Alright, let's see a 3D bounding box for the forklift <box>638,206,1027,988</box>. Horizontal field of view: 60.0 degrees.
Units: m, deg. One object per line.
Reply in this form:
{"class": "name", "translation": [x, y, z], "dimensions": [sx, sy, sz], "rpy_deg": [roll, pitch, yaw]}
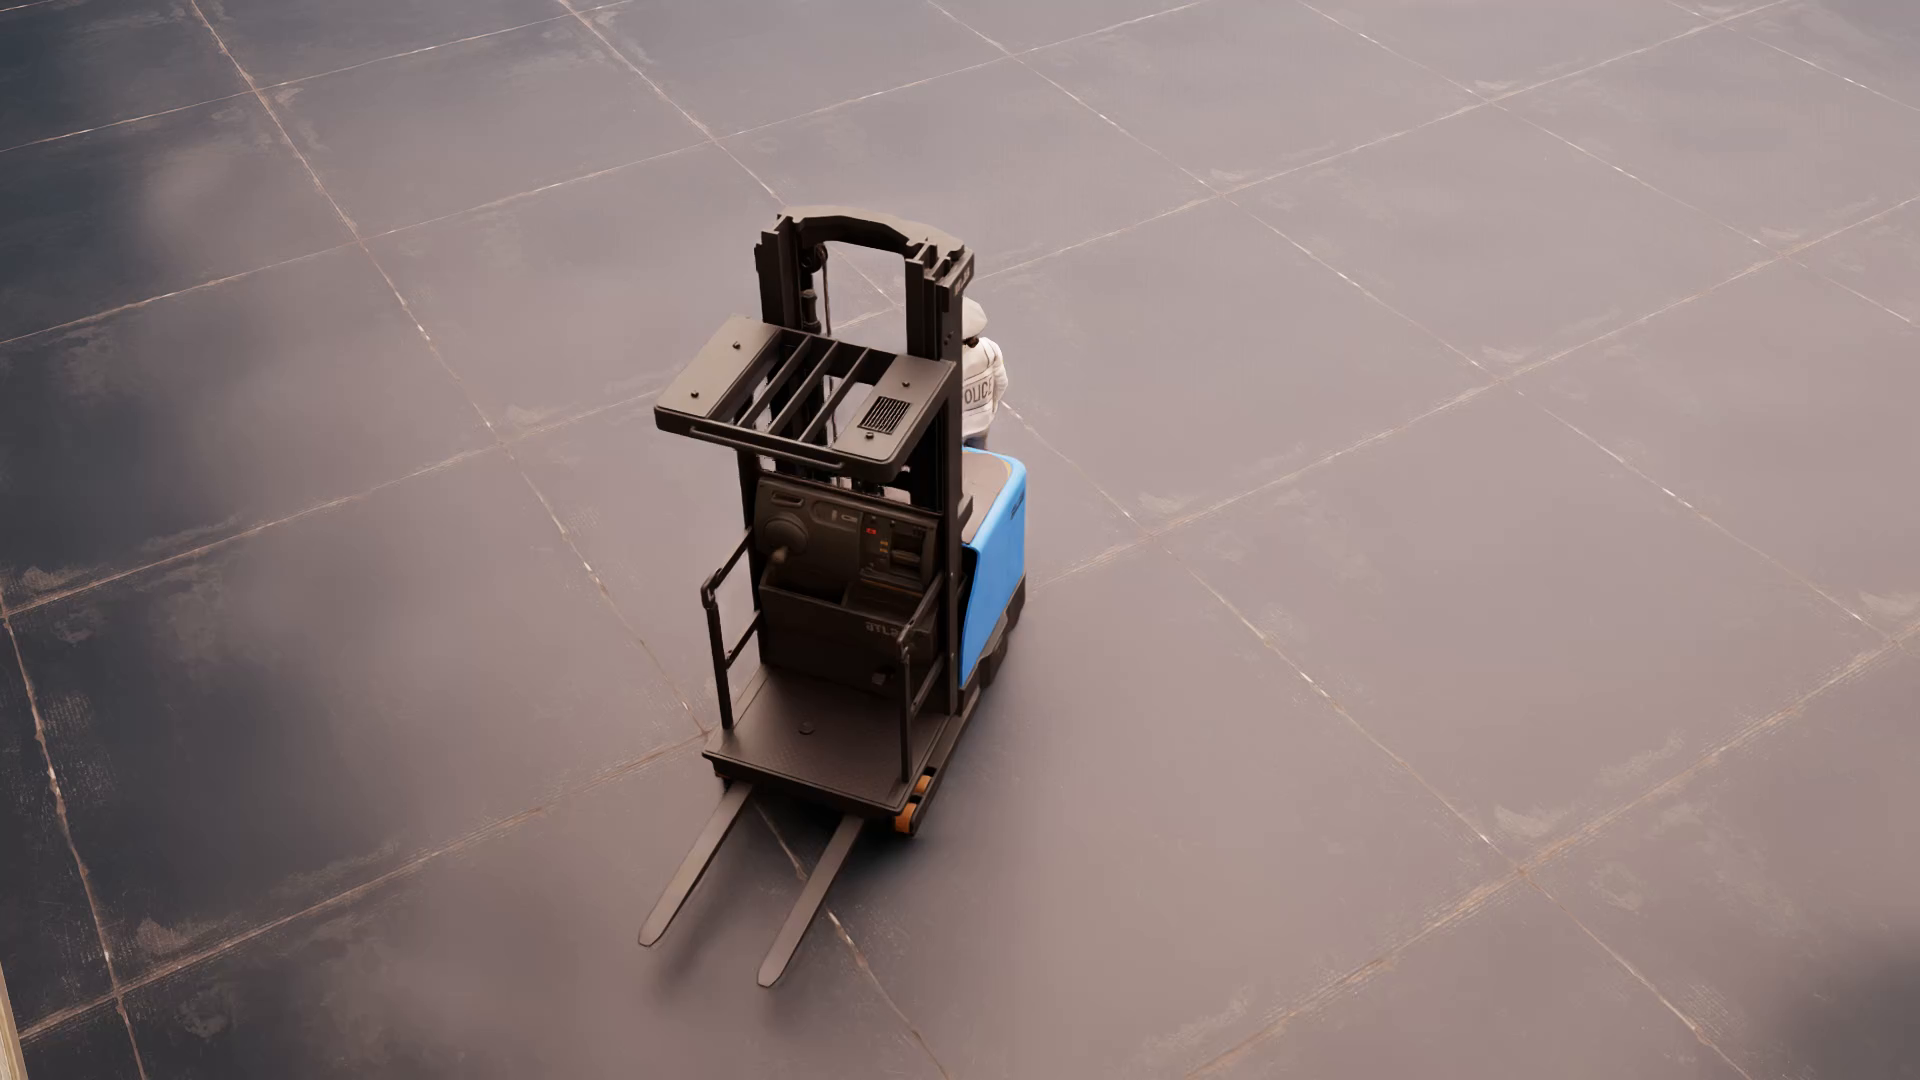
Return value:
{"class": "forklift", "translation": [-0.627, 0.065, 7.797], "dimensions": [1.130, 2.935, 3.031], "rpy_deg": [14, 43, 16]}

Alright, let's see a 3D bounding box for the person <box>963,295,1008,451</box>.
{"class": "person", "translation": [-0.031, -0.714, 9.556], "dimensions": [0.586, 1.694, 0.529], "rpy_deg": [-23, 46, -24]}
